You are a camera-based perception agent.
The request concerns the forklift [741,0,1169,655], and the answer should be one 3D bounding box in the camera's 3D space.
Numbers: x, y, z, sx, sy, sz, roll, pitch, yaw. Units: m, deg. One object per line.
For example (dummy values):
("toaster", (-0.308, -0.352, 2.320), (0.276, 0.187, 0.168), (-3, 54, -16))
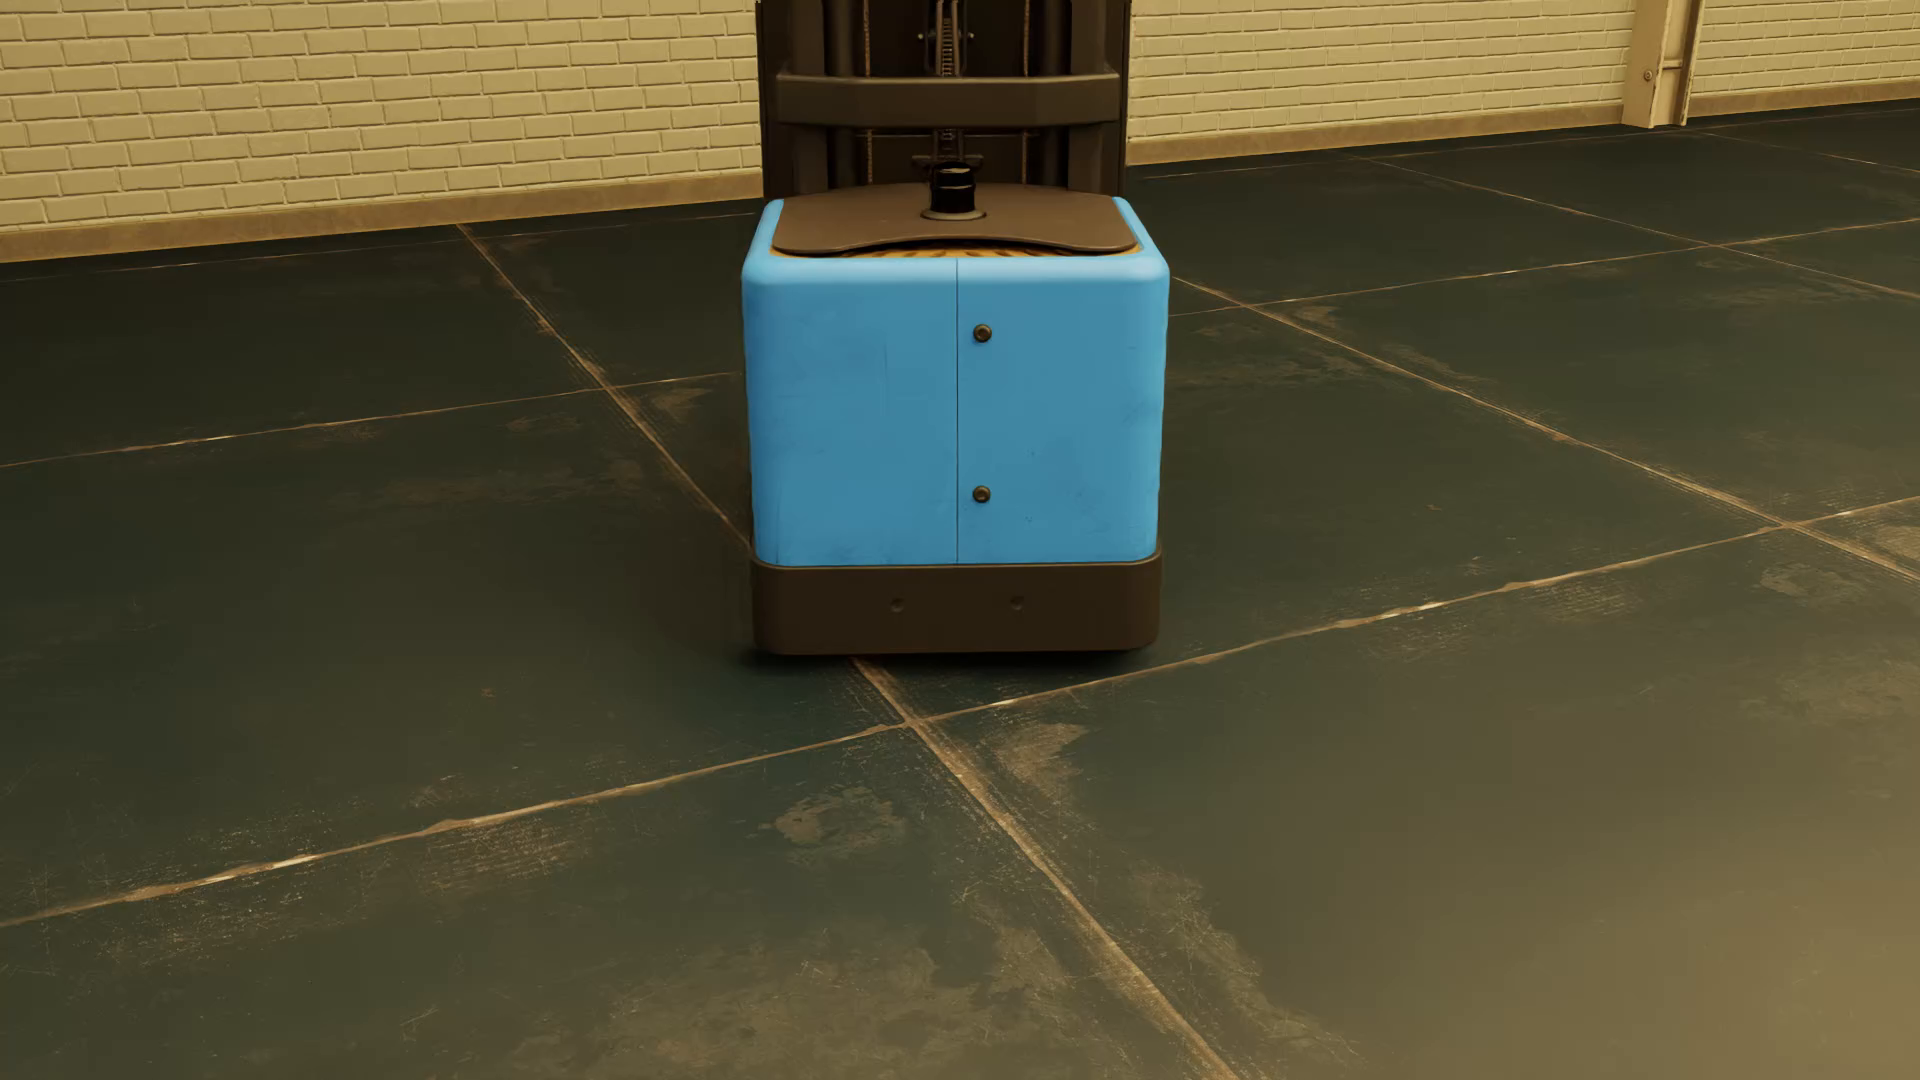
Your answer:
("forklift", (-0.057, -1.580, 5.090), (1.130, 2.935, 3.031), (-1, 23, -2))
